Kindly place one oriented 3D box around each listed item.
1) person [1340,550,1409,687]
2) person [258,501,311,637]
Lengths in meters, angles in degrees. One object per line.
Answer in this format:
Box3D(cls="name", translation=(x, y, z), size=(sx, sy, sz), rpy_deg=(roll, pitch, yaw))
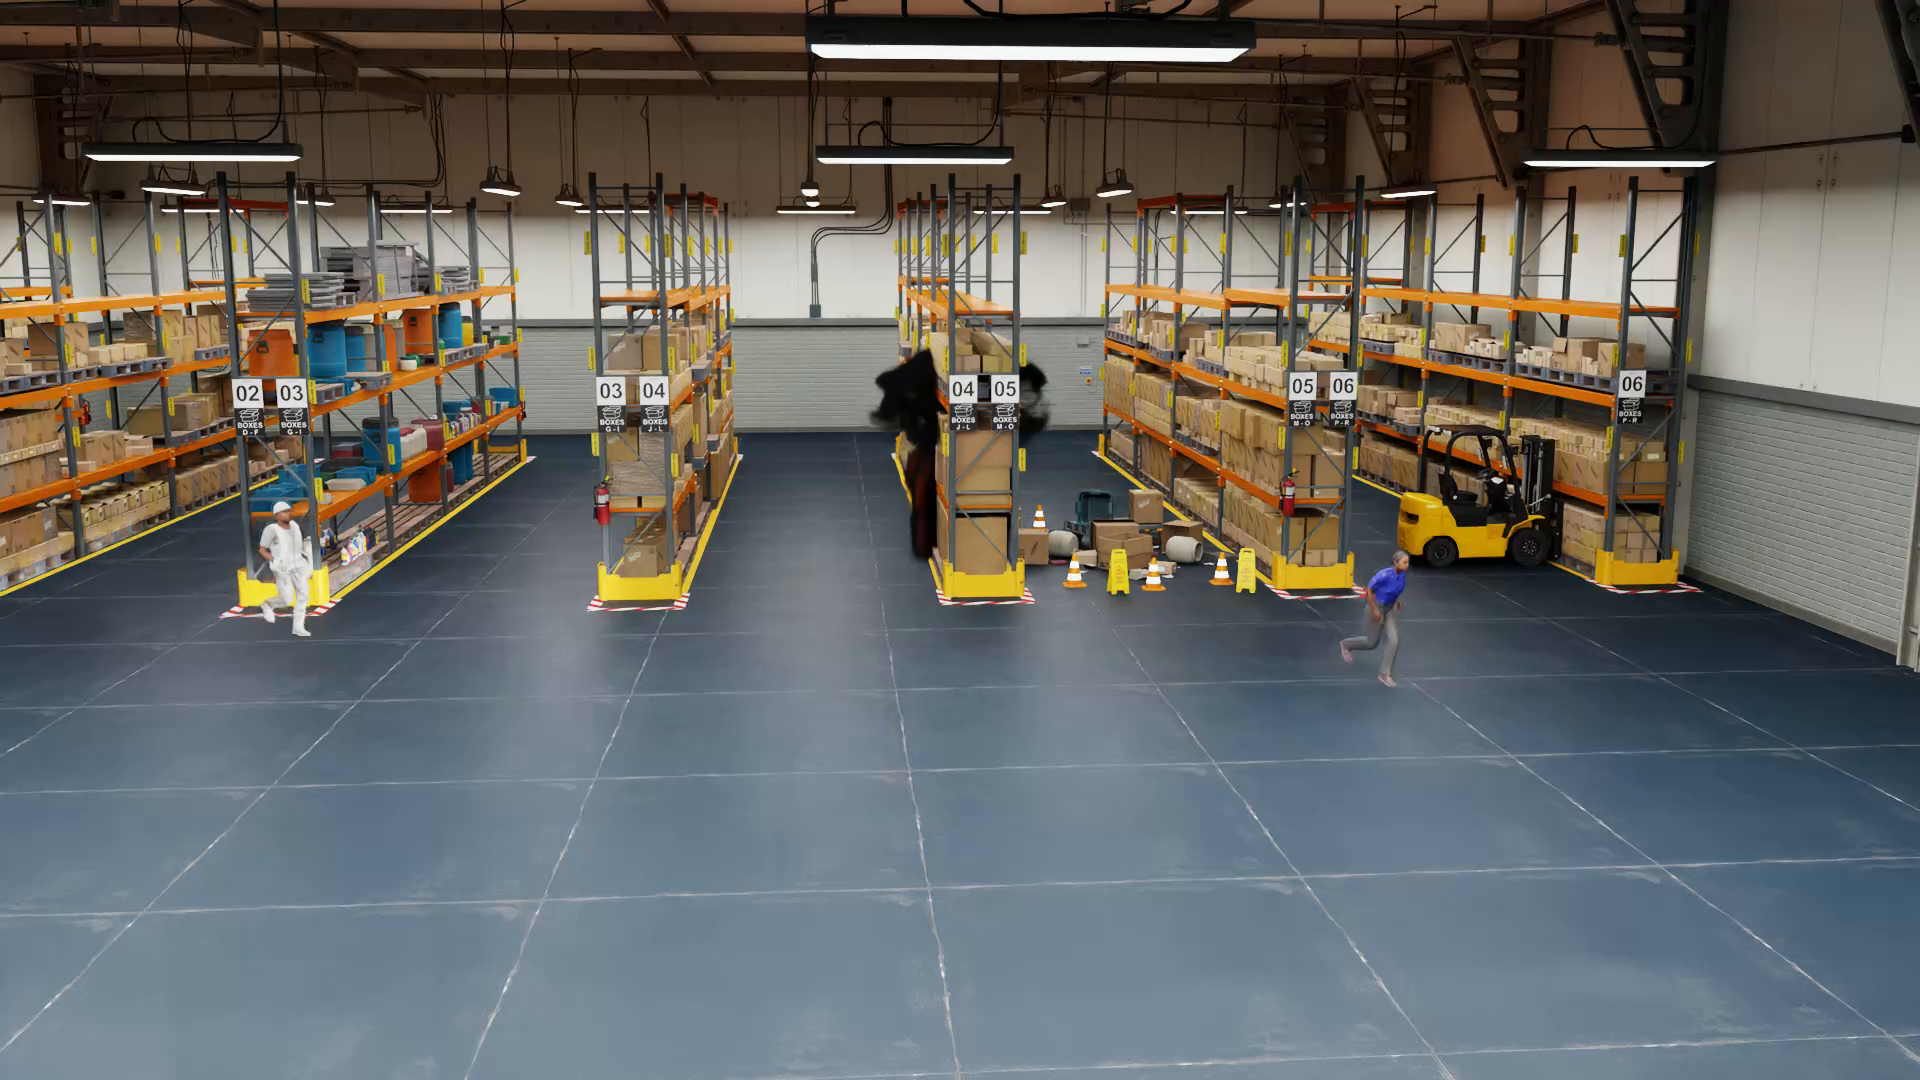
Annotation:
Box3D(cls="person", translation=(4.842, 0.874, 19.392), size=(0.583, 1.600, 0.894), rpy_deg=(-9, 13, -41))
Box3D(cls="person", translation=(-8.775, 0.369, 21.621), size=(0.779, 1.760, 0.693), rpy_deg=(5, 11, 27))
